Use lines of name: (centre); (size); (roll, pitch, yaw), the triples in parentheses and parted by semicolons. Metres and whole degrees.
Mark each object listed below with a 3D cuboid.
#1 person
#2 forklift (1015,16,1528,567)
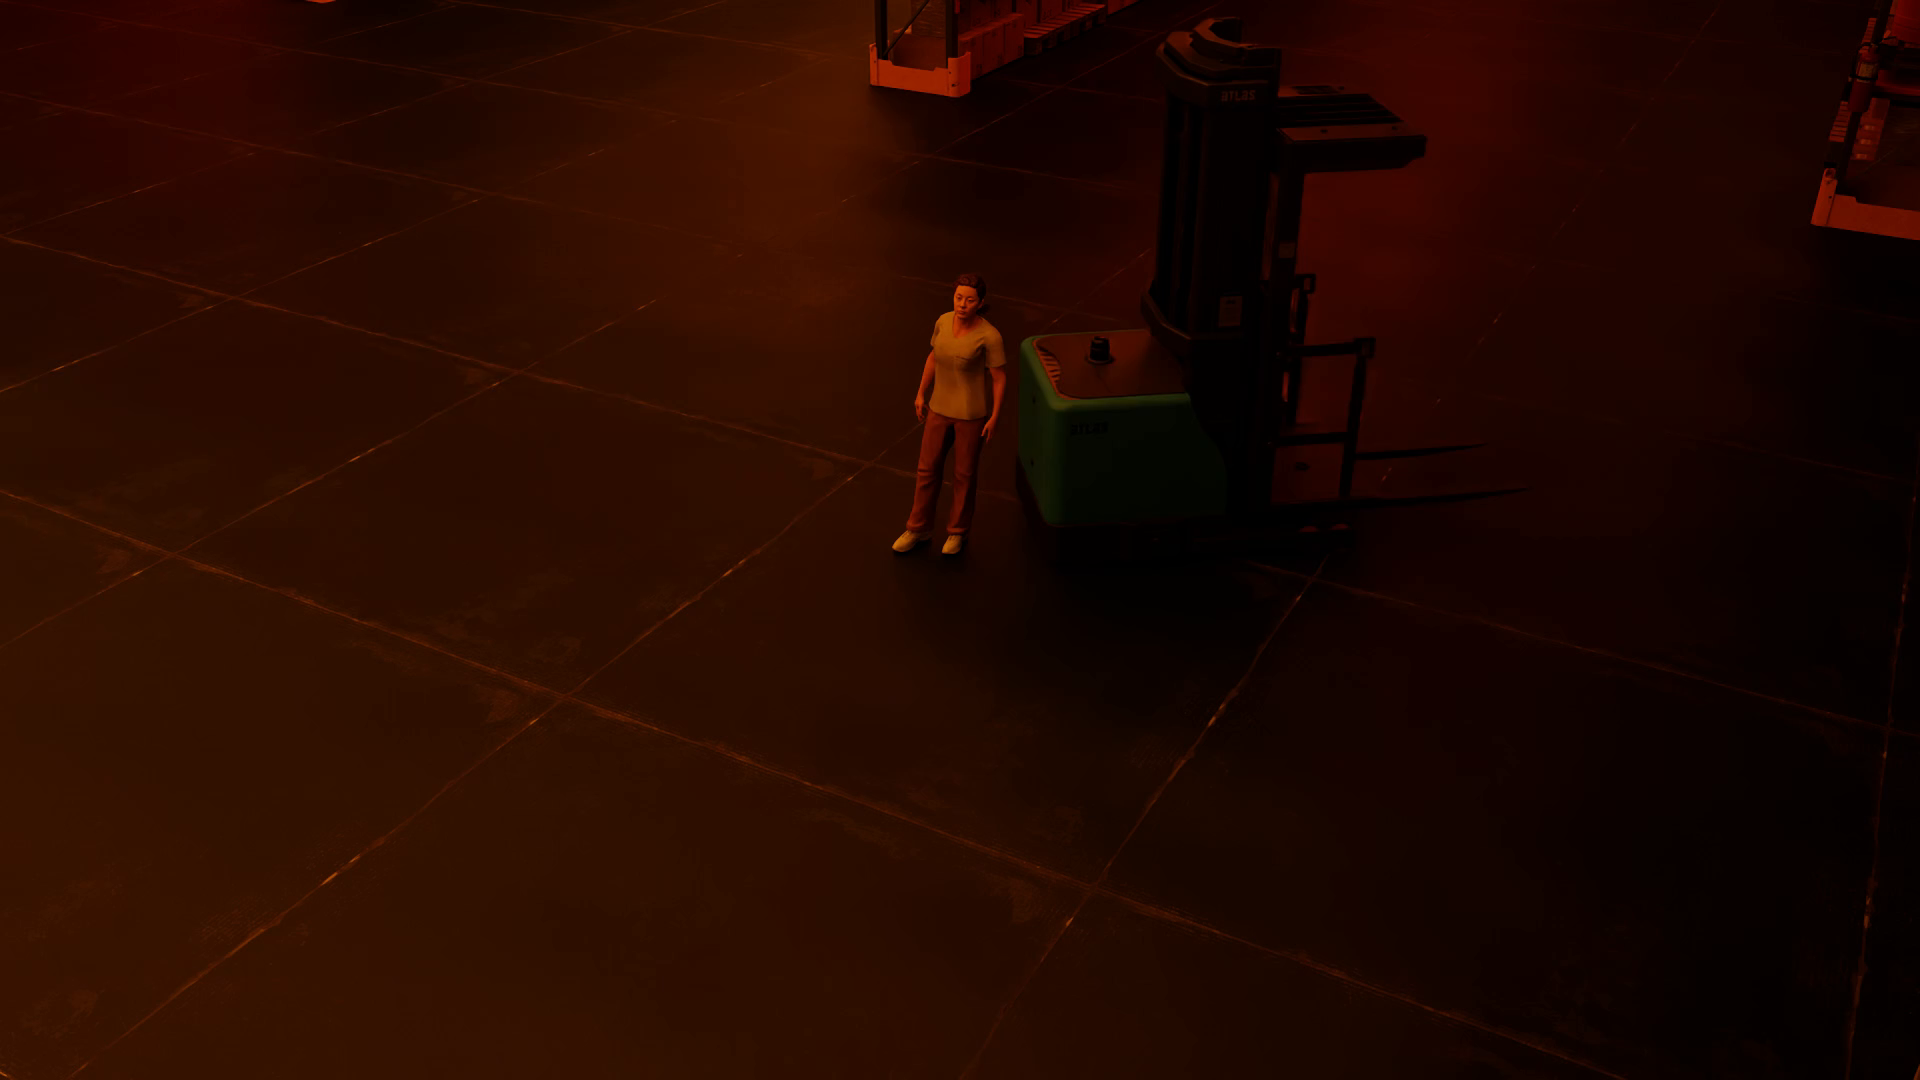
person: (-0.046, -0.697, 9.532); (0.553, 1.661, 0.548); (15, 33, 25)
forklift: (1.910, -1.442, 9.569); (3.031, 2.935, 1.130); (-4, 30, -8)
